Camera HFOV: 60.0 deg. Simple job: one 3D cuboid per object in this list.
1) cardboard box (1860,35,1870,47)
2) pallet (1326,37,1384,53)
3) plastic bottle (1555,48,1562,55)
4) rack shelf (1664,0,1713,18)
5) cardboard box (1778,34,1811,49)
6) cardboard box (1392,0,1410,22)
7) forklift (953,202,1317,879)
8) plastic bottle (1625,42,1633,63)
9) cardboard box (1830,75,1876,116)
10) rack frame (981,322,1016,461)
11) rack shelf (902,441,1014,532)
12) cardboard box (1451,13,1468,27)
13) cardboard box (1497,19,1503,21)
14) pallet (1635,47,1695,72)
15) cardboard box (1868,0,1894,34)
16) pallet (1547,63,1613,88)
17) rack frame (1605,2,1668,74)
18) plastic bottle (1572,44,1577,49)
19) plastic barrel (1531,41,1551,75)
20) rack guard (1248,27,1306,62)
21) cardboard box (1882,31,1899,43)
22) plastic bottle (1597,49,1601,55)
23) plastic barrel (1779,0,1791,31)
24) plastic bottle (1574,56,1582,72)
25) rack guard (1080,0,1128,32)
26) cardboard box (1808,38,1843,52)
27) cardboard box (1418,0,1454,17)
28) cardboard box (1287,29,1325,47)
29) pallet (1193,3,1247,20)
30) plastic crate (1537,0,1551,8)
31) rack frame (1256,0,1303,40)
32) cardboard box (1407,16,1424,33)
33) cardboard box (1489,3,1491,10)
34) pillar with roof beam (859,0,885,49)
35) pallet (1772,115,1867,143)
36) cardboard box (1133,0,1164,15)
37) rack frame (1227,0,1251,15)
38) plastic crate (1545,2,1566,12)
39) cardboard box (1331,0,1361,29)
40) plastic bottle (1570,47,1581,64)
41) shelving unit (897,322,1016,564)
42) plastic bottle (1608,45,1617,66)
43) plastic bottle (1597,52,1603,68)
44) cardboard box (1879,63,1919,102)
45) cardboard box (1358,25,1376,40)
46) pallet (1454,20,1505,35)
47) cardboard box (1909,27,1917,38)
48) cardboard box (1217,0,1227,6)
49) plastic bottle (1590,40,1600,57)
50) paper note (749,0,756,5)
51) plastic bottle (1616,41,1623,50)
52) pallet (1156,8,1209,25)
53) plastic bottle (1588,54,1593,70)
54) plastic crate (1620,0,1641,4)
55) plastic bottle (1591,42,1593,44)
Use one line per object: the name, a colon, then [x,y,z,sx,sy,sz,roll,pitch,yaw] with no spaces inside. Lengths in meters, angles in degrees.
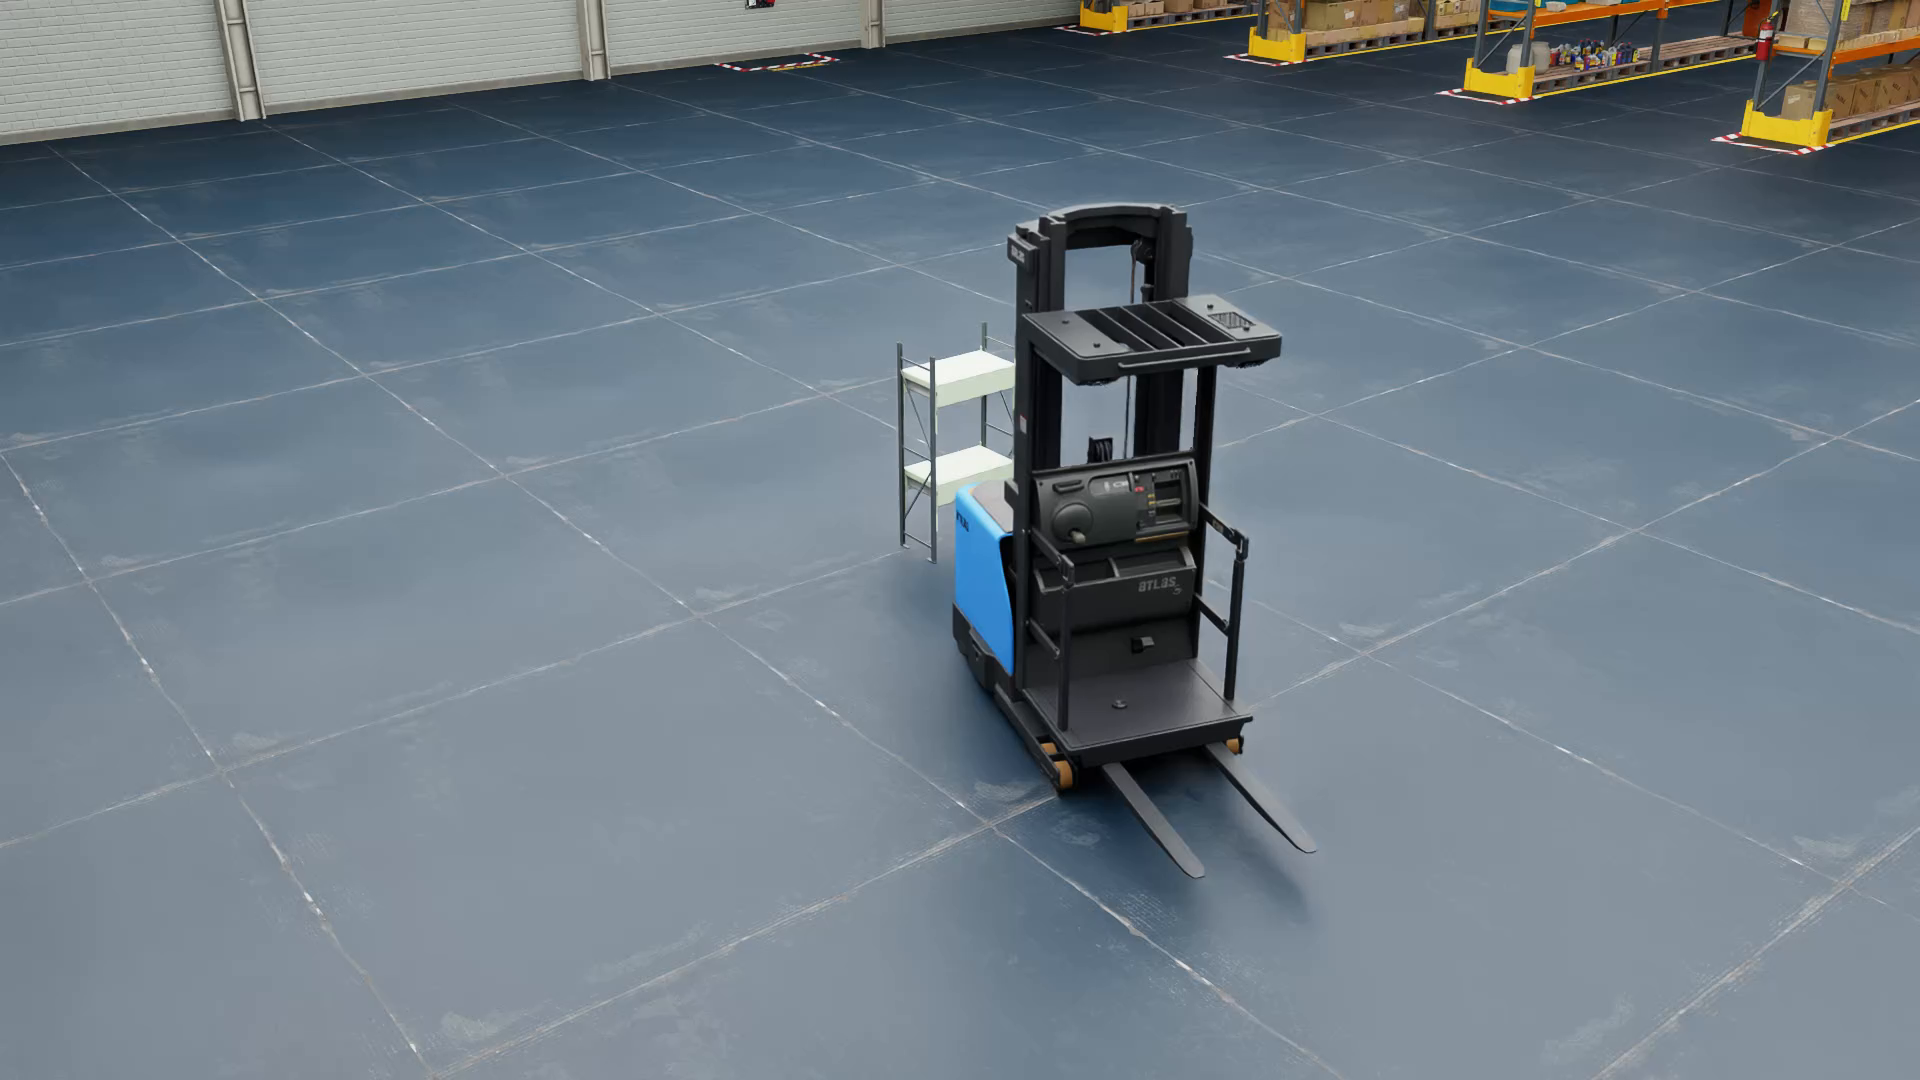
cardboard box: [13.118,-7.355,24.461,0.250,0.149,0.380,-18,31,-34]
pallet: [7.574,-9.829,32.806,1.213,0.211,1.003,-18,31,-34]
plastic bottle: [10.591,-8.603,29.565,0.135,0.276,0.152,-19,31,-35]
rack shelf: [13.813,-10.157,31.054,4.000,0.370,1.077,-18,31,-34]
cardboard box: [12.245,-7.312,24.368,0.250,0.149,0.380,-18,31,-34]
cardboard box: [8.555,-10.570,32.966,0.500,0.500,0.500,-18,31,-34]
forklift: [0.923,-0.170,8.761,1.130,2.935,3.031,-8,26,-18]
plastic bottle: [11.911,-8.699,29.682,0.185,0.351,0.144,-19,31,-35]
cardboard box: [13.603,-6.820,25.480,0.500,0.500,0.500,-15,29,-29]
rack frame: [0.283,-0.774,11.763,0.023,1.500,0.400,-18,31,-34]
rack shelf: [-0.005,-0.383,11.695,0.720,0.370,0.431,-18,31,-34]
cardboard box: [10.059,-10.704,34.145,0.500,0.250,0.500,-17,30,-33]
cardboard box: [11.269,-11.106,35.011,0.500,0.250,0.500,-17,30,-33]
pallet: [12.834,-8.916,30.837,1.213,0.211,1.003,-18,31,-34]
cardboard box: [13.337,-7.883,24.828,0.500,0.500,0.875,-18,31,-34]
pallet: [10.725,-8.219,29.337,1.213,0.211,1.003,-18,31,-34]
rack frame: [12.240,-9.964,29.783,0.127,3.000,1.000,-18,31,-34]
plastic bottle: [11.044,-8.781,29.938,0.133,0.283,0.061,-17,30,-32]
plastic barrel: [9.957,-8.313,28.683,0.421,0.512,0.421,0,25,0]
rack guard: [6.019,-9.426,31.594,0.348,0.500,1.175,-18,31,-34]
cardboard box: [13.760,-7.522,24.821,0.250,0.149,0.380,-18,31,-34]
plastic bottle: [11.309,-8.529,29.395,0.133,0.283,0.061,-18,31,-34]
plastic barrel: [16.650,-10.525,33.359,0.708,0.588,0.600,-18,31,-34]
plastic bottle: [10.711,-8.254,28.818,0.097,0.271,0.097,0,25,0]
rack guard: [3.038,-11.092,35.184,0.348,0.500,1.175,-18,31,-34]
cardboard box: [12.520,-7.165,24.051,0.250,0.149,0.380,-18,31,-34]
cardboard box: [9.665,-10.828,33.746,0.500,0.311,0.500,-18,30,-34]
cardboard box: [6.598,-9.575,31.713,0.500,0.250,0.500,-18,31,-34]
pallet: [5.620,-11.795,37.040,1.213,0.211,1.003,-18,31,-34]
plastic crate: [9.816,-9.253,28.428,0.408,0.251,0.499,-18,31,-34]
rack frame: [6.038,-10.566,31.082,0.127,3.000,1.000,-18,31,-34]
cardboard box: [8.956,-10.356,33.395,0.500,0.250,0.500,-18,31,-34]
cardboard box: [10.874,-11.228,34.608,0.500,0.311,0.500,-17,30,-33]
pillar with roof beam: [0.931,-12.411,27.931,0.400,9.000,9.100,-18,31,-34]
pallet: [12.869,-6.238,25.068,1.213,0.211,1.003,-18,31,-34]
cardboard box: [4.027,-11.484,35.731,0.500,0.311,0.500,-15,29,-30]
rack frame: [6.126,-13.246,36.854,0.127,3.000,1.000,-18,31,-34]
plastic crate: [9.995,-8.931,27.871,0.250,0.136,0.298,-18,31,-34]
cardboard box: [7.375,-10.180,32.126,0.500,0.500,0.500,-18,31,-34]
plastic bottle: [10.976,-8.654,29.673,0.135,0.276,0.152,-18,31,-34]
shelving unit: [-0.005,-0.679,11.558,0.755,1.500,0.431,-18,31,-34]
plastic bottle: [11.505,-8.565,29.393,0.185,0.351,0.144,-18,31,-34]
plastic bottle: [11.219,-8.422,29.179,0.097,0.271,0.097,0,25,0]
cardboard box: [14.956,-7.289,26.490,0.500,0.500,0.500,-19,31,-36]
cardboard box: [7.779,-9.964,32.552,0.500,0.250,0.500,-18,31,-34]
pallet: [10.702,-10.864,35.034,1.213,0.211,1.003,-18,31,-34]
cardboard box: [14.294,-7.747,25.306,0.250,0.149,0.380,-18,31,-34]
cardboard box: [5.724,-12.011,37.037,0.380,0.166,0.250,22,33,39]
plastic bottle: [11.437,-8.842,29.989,0.185,0.351,0.144,-18,31,-34]
paper note: [-3.876,-10.064,31.046,0.142,0.148,0.016,-18,31,-34]
plastic bottle: [11.822,-8.747,29.784,0.185,0.351,0.144,-18,31,-34]
pallet: [4.659,-11.476,36.354,1.213,0.211,1.003,-18,31,-34]
plastic bottle: [10.981,-8.343,29.010,0.097,0.271,0.097,0,25,0]
plastic crate: [11.536,-9.519,29.001,0.616,0.251,0.499,-18,31,-34]
plastic bottle: [11.481,-8.897,30.198,0.135,0.276,0.152,-17,30,-32]
